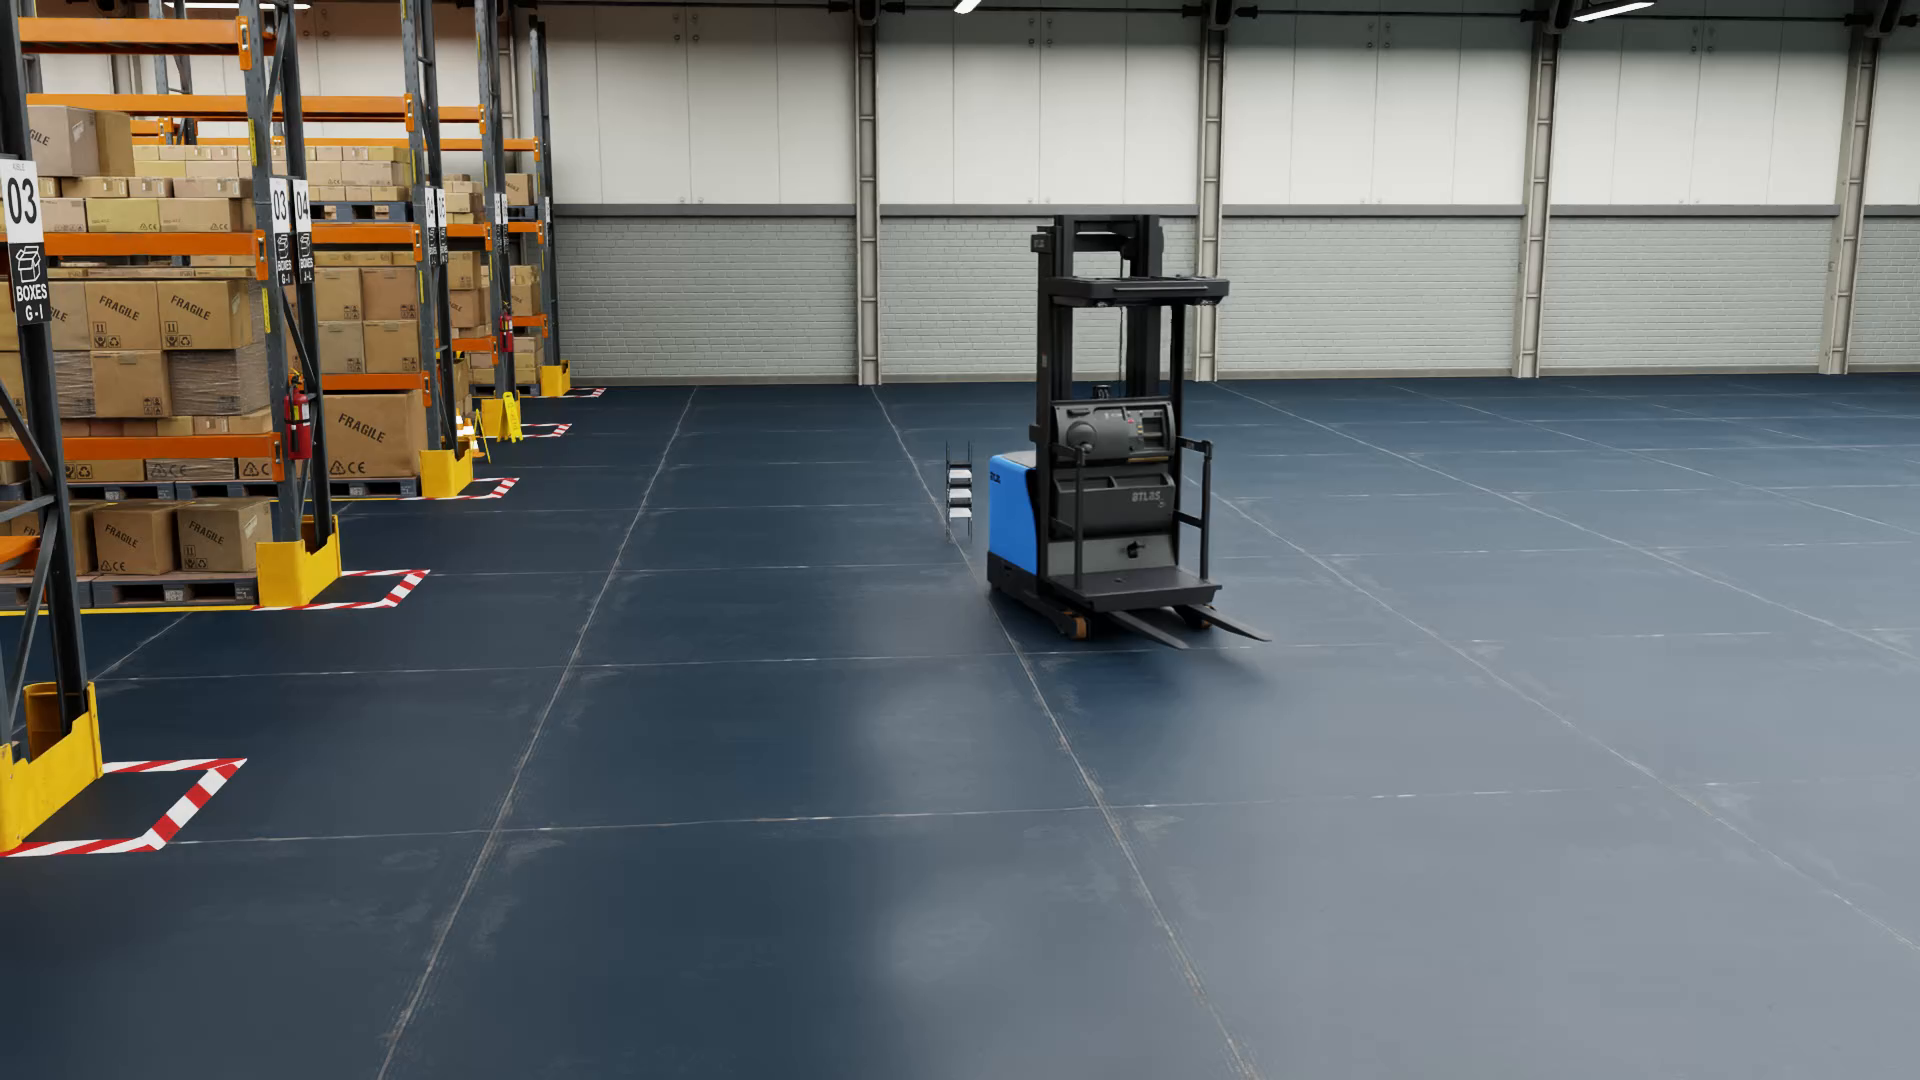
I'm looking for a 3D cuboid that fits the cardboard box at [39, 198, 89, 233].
[{"bbox_3d":[-6.611,-2.394,12.265,0.500,0.250,0.500,-1,11,-5],"label":"cardboard box"}]

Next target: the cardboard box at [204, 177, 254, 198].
[{"bbox_3d":[-5.395,-2.603,12.293,0.250,0.149,0.380,-1,11,-6],"label":"cardboard box"}]

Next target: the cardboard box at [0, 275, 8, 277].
[{"bbox_3d":[-10.057,-2.473,17.201,0.500,0.500,0.700,-1,11,-7],"label":"cardboard box"}]

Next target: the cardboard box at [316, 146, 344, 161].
[{"bbox_3d":[-6.389,-3.941,16.979,0.250,0.149,0.380,-1,11,-5],"label":"cardboard box"}]

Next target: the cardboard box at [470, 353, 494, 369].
[{"bbox_3d":[-7.712,-2.951,27.227,0.500,0.250,0.500,-1,11,-7],"label":"cardboard box"}]

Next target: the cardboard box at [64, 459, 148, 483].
[{"bbox_3d":[-8.932,-1.108,17.529,0.875,0.875,0.875,-1,11,-5],"label":"cardboard box"}]

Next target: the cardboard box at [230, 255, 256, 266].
[{"bbox_3d":[-9.228,-3.552,21.917,0.500,0.500,0.700,-1,11,-6],"label":"cardboard box"}]

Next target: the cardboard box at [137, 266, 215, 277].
[{"bbox_3d":[-8.108,-2.568,17.348,0.550,0.550,0.875,-1,11,-6],"label":"cardboard box"}]

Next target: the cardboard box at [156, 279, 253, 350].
[{"bbox_3d":[-5.673,-1.701,12.506,0.500,0.500,0.500,-1,11,-6],"label":"cardboard box"}]

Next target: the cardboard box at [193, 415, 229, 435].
[{"bbox_3d":[-5.662,-0.901,12.707,0.250,0.149,0.380,-1,11,-6],"label":"cardboard box"}]

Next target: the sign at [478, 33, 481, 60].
[{"bbox_3d":[-6.183,-6.348,21.380,0.005,0.325,0.100,-1,11,-6],"label":"sign"}]

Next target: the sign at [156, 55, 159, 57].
[{"bbox_3d":[-10.134,-6.265,20.959,0.005,0.325,0.100,-1,11,-6],"label":"sign"}]

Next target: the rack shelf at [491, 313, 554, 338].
[{"bbox_3d":[-8.751,-3.532,27.307,4.000,0.370,1.077,-1,11,-6],"label":"rack shelf"}]

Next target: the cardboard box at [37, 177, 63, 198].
[{"bbox_3d":[-6.689,-2.577,12.163,0.250,0.149,0.380,-2,11,-9],"label":"cardboard box"}]

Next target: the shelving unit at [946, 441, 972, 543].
[{"bbox_3d":[-0.008,-0.441,15.162,0.210,0.900,0.258,-1,11,-6],"label":"shelving unit"}]

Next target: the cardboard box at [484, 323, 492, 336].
[{"bbox_3d":[-6.583,-2.885,22.798,0.250,0.149,0.380,-1,11,-6],"label":"cardboard box"}]

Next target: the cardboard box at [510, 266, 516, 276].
[{"bbox_3d":[-7.338,-4.381,27.048,0.250,0.149,0.380,-1,11,-6],"label":"cardboard box"}]

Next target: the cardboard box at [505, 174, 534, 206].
[{"bbox_3d":[-7.176,-5.647,26.815,0.500,0.500,0.500,-1,11,-4],"label":"cardboard box"}]

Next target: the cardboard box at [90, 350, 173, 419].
[{"bbox_3d":[-6.186,-1.230,12.701,0.500,0.500,0.875,-1,11,-6],"label":"cardboard box"}]

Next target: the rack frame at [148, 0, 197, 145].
[{"bbox_3d":[-10.199,-5.836,21.605,0.127,3.000,1.000,-1,11,-6],"label":"rack frame"}]

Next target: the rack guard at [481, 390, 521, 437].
[{"bbox_3d":[-6.298,-1.747,22.841,0.348,0.500,1.175,-1,11,-6],"label":"rack guard"}]

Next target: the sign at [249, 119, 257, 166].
[{"bbox_3d":[-5.113,-2.874,12.022,0.005,0.325,0.100,-1,11,-6],"label":"sign"}]

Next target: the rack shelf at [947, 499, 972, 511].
[{"bbox_3d":[-0.008,-0.320,15.186,0.200,0.077,0.258,-1,11,-6],"label":"rack shelf"}]

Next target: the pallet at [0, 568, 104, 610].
[{"bbox_3d":[-7.250,0.330,13.024,1.213,0.211,1.003,-1,11,-6],"label":"pallet"}]

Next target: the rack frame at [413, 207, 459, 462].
[{"bbox_3d":[-5.588,-2.028,17.790,0.127,3.000,1.000,-1,11,-6],"label":"rack frame"}]

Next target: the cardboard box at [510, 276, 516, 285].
[{"bbox_3d":[-7.328,-4.222,27.011,0.250,0.149,0.380,-1,11,-5],"label":"cardboard box"}]

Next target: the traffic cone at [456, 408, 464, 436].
[{"bbox_3d":[-6.511,-1.474,21.548,0.334,0.463,0.336,-1,11,-6],"label":"traffic cone"}]

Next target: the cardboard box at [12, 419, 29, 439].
[{"bbox_3d":[-6.894,-0.855,12.472,0.250,0.149,0.380,-1,11,-6],"label":"cardboard box"}]

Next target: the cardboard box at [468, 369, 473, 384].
[{"bbox_3d":[-8.189,-2.696,27.228,0.500,0.250,0.500,-1,11,-5],"label":"cardboard box"}]

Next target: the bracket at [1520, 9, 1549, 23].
[{"bbox_3d":[9.968,-9.093,28.846,0.430,0.232,0.235,-1,11,-6],"label":"bracket"}]

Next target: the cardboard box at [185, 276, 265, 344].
[{"bbox_3d":[-5.729,-1.801,13.013,0.500,0.500,0.500,-1,11,-6],"label":"cardboard box"}]

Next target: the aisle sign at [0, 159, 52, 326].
[{"bbox_3d":[-4.578,-1.458,8.152,0.004,0.787,0.394,-1,11,-6],"label":"aisle sign"}]

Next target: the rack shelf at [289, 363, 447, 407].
[{"bbox_3d":[-7.576,-1.633,17.647,4.000,0.370,1.077,-1,11,-6],"label":"rack shelf"}]

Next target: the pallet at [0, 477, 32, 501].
[{"bbox_3d":[-10.323,-0.546,17.480,1.213,0.211,1.003,-1,11,-6],"label":"pallet"}]

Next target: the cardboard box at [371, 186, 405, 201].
[{"bbox_3d":[-5.882,-3.560,17.109,0.250,0.149,0.380,-1,11,-6],"label":"cardboard box"}]

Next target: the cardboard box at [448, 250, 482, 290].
[{"bbox_3d":[-6.707,-3.608,22.206,0.500,0.500,0.700,-1,11,-7],"label":"cardboard box"}]

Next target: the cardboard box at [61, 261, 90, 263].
[{"bbox_3d":[-11.774,-3.627,22.122,0.250,0.149,0.380,-1,11,-3],"label":"cardboard box"}]

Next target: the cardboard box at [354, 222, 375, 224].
[{"bbox_3d":[-7.823,-4.241,21.923,0.250,0.149,0.380,-2,11,-8],"label":"cardboard box"}]

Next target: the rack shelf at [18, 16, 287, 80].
[{"bbox_3d":[-7.141,-3.622,12.220,4.000,0.370,1.077,-1,11,-6],"label":"rack shelf"}]

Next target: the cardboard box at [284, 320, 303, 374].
[{"bbox_3d":[-7.066,-2.082,17.675,0.550,0.550,0.875,-1,11,-6],"label":"cardboard box"}]

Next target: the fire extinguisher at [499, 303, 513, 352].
[{"bbox_3d":[-6.059,-2.851,22.178,0.183,0.674,0.296,-1,11,-6],"label":"fire extinguisher"}]

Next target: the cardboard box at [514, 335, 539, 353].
[{"bbox_3d":[-7.187,-3.205,27.224,0.500,0.250,0.500,-1,11,-4],"label":"cardboard box"}]

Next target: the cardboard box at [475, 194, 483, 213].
[{"bbox_3d":[-6.751,-4.560,22.511,0.500,0.250,0.500,-1,11,-7],"label":"cardboard box"}]

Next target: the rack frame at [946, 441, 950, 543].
[{"bbox_3d":[-0.109,-0.439,15.152,0.006,0.900,0.240,-1,11,-6],"label":"rack frame"}]

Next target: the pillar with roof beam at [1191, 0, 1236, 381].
[{"bbox_3d":[4.843,-6.453,24.748,0.548,9.000,9.100,-1,11,-6],"label":"pillar with roof beam"}]

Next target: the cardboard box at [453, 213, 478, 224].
[{"bbox_3d":[-6.547,-4.263,22.032,0.250,0.149,0.380,-1,11,-6],"label":"cardboard box"}]

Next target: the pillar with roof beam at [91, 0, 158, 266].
[{"bbox_3d":[-13.052,-6.078,22.841,0.548,9.000,9.100,-1,11,-6],"label":"pillar with roof beam"}]

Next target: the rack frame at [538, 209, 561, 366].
[{"bbox_3d":[-6.763,-3.927,27.449,0.127,3.000,1.000,-1,11,-6],"label":"rack frame"}]

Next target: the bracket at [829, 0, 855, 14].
[{"bbox_3d":[-1.961,-8.843,27.574,0.430,0.232,0.235,-1,11,-6],"label":"bracket"}]

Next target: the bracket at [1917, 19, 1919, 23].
[{"bbox_3d":[19.337,-9.290,29.844,4.783,0.066,0.076,-1,11,-6],"label":"bracket"}]

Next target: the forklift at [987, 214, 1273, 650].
[{"bbox_3d":[1.198,-0.823,11.839,1.130,2.935,3.031,-4,12,-20],"label":"forklift"}]

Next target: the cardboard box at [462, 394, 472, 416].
[{"bbox_3d":[-7.055,-1.868,23.017,0.500,0.250,0.500,-1,11,-7],"label":"cardboard box"}]

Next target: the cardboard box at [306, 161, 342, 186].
[{"bbox_3d":[-6.542,-3.753,17.059,0.500,0.250,0.500,-1,11,-6],"label":"cardboard box"}]

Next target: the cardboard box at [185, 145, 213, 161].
[{"bbox_3d":[-7.653,-3.914,16.842,0.250,0.149,0.380,-1,11,-6],"label":"cardboard box"}]
